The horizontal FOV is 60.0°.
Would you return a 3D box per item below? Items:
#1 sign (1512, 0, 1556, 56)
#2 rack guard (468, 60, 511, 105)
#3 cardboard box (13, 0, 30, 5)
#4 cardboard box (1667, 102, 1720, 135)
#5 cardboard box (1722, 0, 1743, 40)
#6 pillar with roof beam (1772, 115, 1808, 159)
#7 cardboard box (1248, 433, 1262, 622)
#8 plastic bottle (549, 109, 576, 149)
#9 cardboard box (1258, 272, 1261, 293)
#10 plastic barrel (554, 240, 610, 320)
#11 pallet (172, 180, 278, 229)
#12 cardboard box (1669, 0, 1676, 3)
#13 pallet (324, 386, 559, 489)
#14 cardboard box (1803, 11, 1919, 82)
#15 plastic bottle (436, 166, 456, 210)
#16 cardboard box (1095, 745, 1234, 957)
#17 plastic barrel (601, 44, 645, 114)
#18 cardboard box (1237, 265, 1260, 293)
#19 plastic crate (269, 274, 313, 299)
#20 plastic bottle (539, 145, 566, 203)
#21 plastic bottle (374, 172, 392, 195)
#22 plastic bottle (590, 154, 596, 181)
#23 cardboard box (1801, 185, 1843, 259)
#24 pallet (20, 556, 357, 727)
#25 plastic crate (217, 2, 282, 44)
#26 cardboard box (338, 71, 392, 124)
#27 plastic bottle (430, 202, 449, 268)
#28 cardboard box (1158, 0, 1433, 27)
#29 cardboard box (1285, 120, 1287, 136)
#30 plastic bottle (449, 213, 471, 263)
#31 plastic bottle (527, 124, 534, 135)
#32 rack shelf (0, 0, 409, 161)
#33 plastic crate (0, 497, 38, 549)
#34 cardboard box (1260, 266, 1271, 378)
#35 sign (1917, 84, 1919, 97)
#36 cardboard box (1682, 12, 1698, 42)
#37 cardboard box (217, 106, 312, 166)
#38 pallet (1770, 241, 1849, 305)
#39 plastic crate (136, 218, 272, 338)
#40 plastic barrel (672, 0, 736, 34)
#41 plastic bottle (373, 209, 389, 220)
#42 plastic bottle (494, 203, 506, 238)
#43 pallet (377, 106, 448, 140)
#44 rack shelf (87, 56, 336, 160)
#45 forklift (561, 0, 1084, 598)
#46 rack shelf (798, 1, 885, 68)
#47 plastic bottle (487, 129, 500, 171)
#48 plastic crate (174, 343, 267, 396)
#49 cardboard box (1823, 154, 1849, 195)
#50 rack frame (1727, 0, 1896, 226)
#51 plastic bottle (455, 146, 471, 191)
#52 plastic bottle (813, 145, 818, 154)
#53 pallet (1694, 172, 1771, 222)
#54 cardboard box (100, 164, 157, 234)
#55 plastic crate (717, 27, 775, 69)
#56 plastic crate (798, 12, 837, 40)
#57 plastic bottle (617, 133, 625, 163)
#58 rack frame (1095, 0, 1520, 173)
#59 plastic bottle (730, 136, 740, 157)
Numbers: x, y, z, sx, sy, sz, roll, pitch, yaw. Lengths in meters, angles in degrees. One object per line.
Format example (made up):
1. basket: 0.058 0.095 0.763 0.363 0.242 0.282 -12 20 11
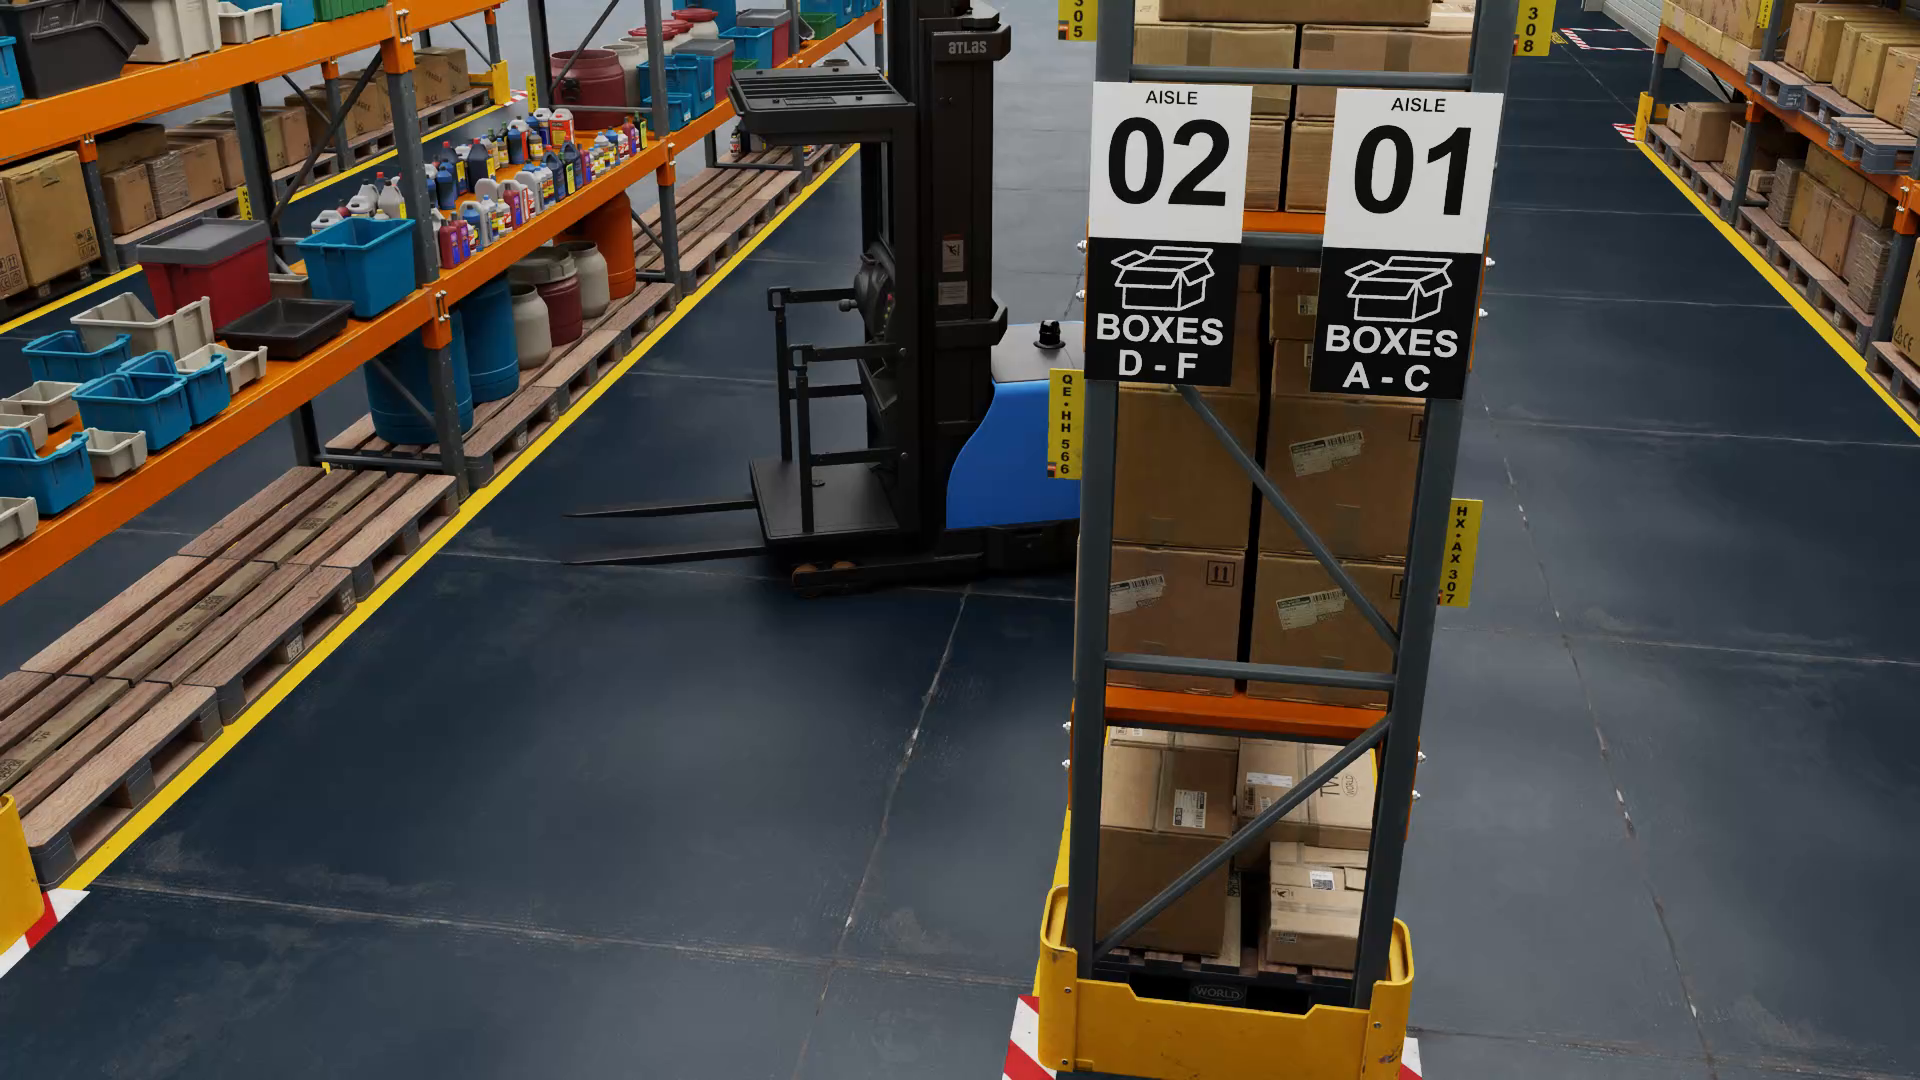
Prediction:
1. sign: 1.378 -1.325 3.974 0.100 0.325 0.005 4 25 9
2. rack guard: -6.328 -5.824 21.103 1.175 0.500 0.348 4 25 9
3. cardboard box: -11.538 -6.602 19.639 0.875 0.550 0.500 4 25 9
4. cardboard box: 8.143 -4.657 18.313 0.500 0.311 0.500 1 25 3
5. cardboard box: 7.539 -4.995 15.651 0.500 0.500 0.500 4 25 8
6. pillar with roof beam: 4.837 -8.621 17.053 9.100 9.000 0.400 4 25 9
7. cardboard box: 1.254 -0.037 5.673 0.500 0.500 0.500 4 25 8
8. plastic bottle: -2.976 -3.074 12.425 0.152 0.276 0.135 4 25 9
9. cardboard box: 1.668 -1.100 7.943 0.500 0.500 0.500 4 25 9
10. plastic barrel: -2.804 -1.914 12.241 0.421 0.512 0.421 0 25 0
11. pallet: -7.292 -3.215 15.869 1.003 0.211 1.213 4 25 9
12. cardboard box: 7.970 -6.060 17.928 0.500 0.500 0.500 4 25 9
13. pallet: -3.223 -0.683 10.460 1.003 0.211 1.213 4 25 9
14. cardboard box: 7.476 -4.086 13.805 0.700 0.500 0.500 7 26 14
15. plastic bottle: -3.316 -2.271 10.716 0.097 0.271 0.097 0 25 0
16. cardboard box: 0.688 1.080 5.834 0.500 0.500 0.500 4 25 9
17. plastic barrel: -2.779 -3.795 13.687 0.421 0.512 0.421 0 25 0
18. cardboard box: 0.806 -0.740 5.996 0.500 0.500 0.500 5 25 10
19. plastic crate: -3.607 -1.349 8.834 0.396 0.136 0.243 4 25 9
20. plastic bottle: -2.687 -2.403 10.904 0.144 0.351 0.185 4 25 9
21. plastic bottle: -3.532 -2.088 10.231 0.144 0.351 0.185 4 25 9
22. plastic bottle: -2.567 -2.582 11.462 0.097 0.201 0.097 0 25 0
23. cardboard box: 7.429 -2.613 13.725 0.700 0.500 0.500 4 25 9
24. pallet: -3.669 0.459 8.021 1.003 0.211 1.213 4 25 9
25. plastic crate: -3.222 -2.307 7.413 0.293 0.136 0.466 4 25 9
26. cardboard box: -6.754 -5.043 18.938 0.500 0.500 0.500 2 25 4
27. plastic bottle: -3.006 -1.745 9.499 0.144 0.351 0.185 4 25 9
28. cardboard box: 0.910 -1.681 4.467 0.700 0.500 0.500 4 25 9
29. cardboard box: 1.352 -1.514 5.584 0.500 0.250 0.500 4 25 9
30. plastic bottle: -2.887 -1.753 9.594 0.061 0.283 0.133 4 25 9
31. plastic bottle: -3.188 -2.963 12.276 0.097 0.201 0.097 0 25 0
32. rack shelf: -3.717 -1.822 6.915 1.077 0.370 4.000 4 25 9
33. plastic crate: -3.544 -0.070 6.101 0.250 0.136 0.298 4 25 9
34. cardboard box: 1.422 -0.914 6.368 0.500 0.500 0.500 4 25 8
35. sign: 6.501 -3.135 11.136 0.100 0.325 0.005 4 25 9
36. cardboard box: 7.792 -5.287 17.159 0.500 0.250 0.500 4 25 8
37. cardboard box: -7.091 -4.127 16.958 0.700 0.500 0.500 2 25 4
38. pallet: 7.368 -2.185 13.669 1.003 0.211 1.213 4 25 9
39. plastic crate: -3.783 -1.326 8.399 0.402 0.464 0.583 4 25 9
40. plastic barrel: -2.445 -5.058 15.927 0.600 0.901 0.708 4 25 9
41. plastic bottle: -3.459 -1.875 9.952 0.097 0.201 0.097 0 25 0
42. plastic bottle: -2.817 -1.944 10.098 0.097 0.201 0.097 0 25 0
43. pallet: -6.697 -4.847 19.357 1.003 0.211 1.213 4 25 9
44. rack shelf: -7.296 -4.153 15.432 1.077 0.370 4.000 4 25 9
45. forklift: -0.616 -1.274 8.514 3.031 2.935 1.130 -5 26 -11
46. rack shelf: -1.756 -5.483 18.273 1.077 0.370 4.000 4 25 9
47. plastic bottle: -3.306 -2.745 11.713 0.061 0.283 0.133 4 25 9
48. plastic crate: -3.378 -0.785 7.628 0.293 0.136 0.466 4 25 9
49. cardboard box: 7.437 -2.981 13.625 0.500 0.250 0.500 3 25 7
50. rack frame: 7.691 -4.286 14.867 1.000 3.000 0.127 4 25 9
51. plastic bottle: -3.353 -2.504 11.208 0.152 0.276 0.135 4 25 9
52. plastic bottle: -1.572 -4.178 17.331 0.152 0.276 0.135 5 26 10
53. pallet: 7.766 -3.306 16.064 1.003 0.211 1.213 4 25 9
54. cardboard box: -7.533 -2.991 14.531 0.700 0.500 0.500 3 25 6
55. plastic crate: -1.956 -4.482 15.305 0.392 0.384 0.575 4 25 9
56. plastic crate: -1.582 -5.424 17.550 0.450 0.188 0.662 4 25 9
57. plastic bottle: -2.472 -2.826 11.984 0.097 0.201 0.097 0 25 0
58. rack frame: 0.842 -2.325 3.603 1.000 3.000 0.127 4 25 9
59. plastic bottle: -2.331 -4.077 17.204 0.097 0.201 0.097 0 25 0
